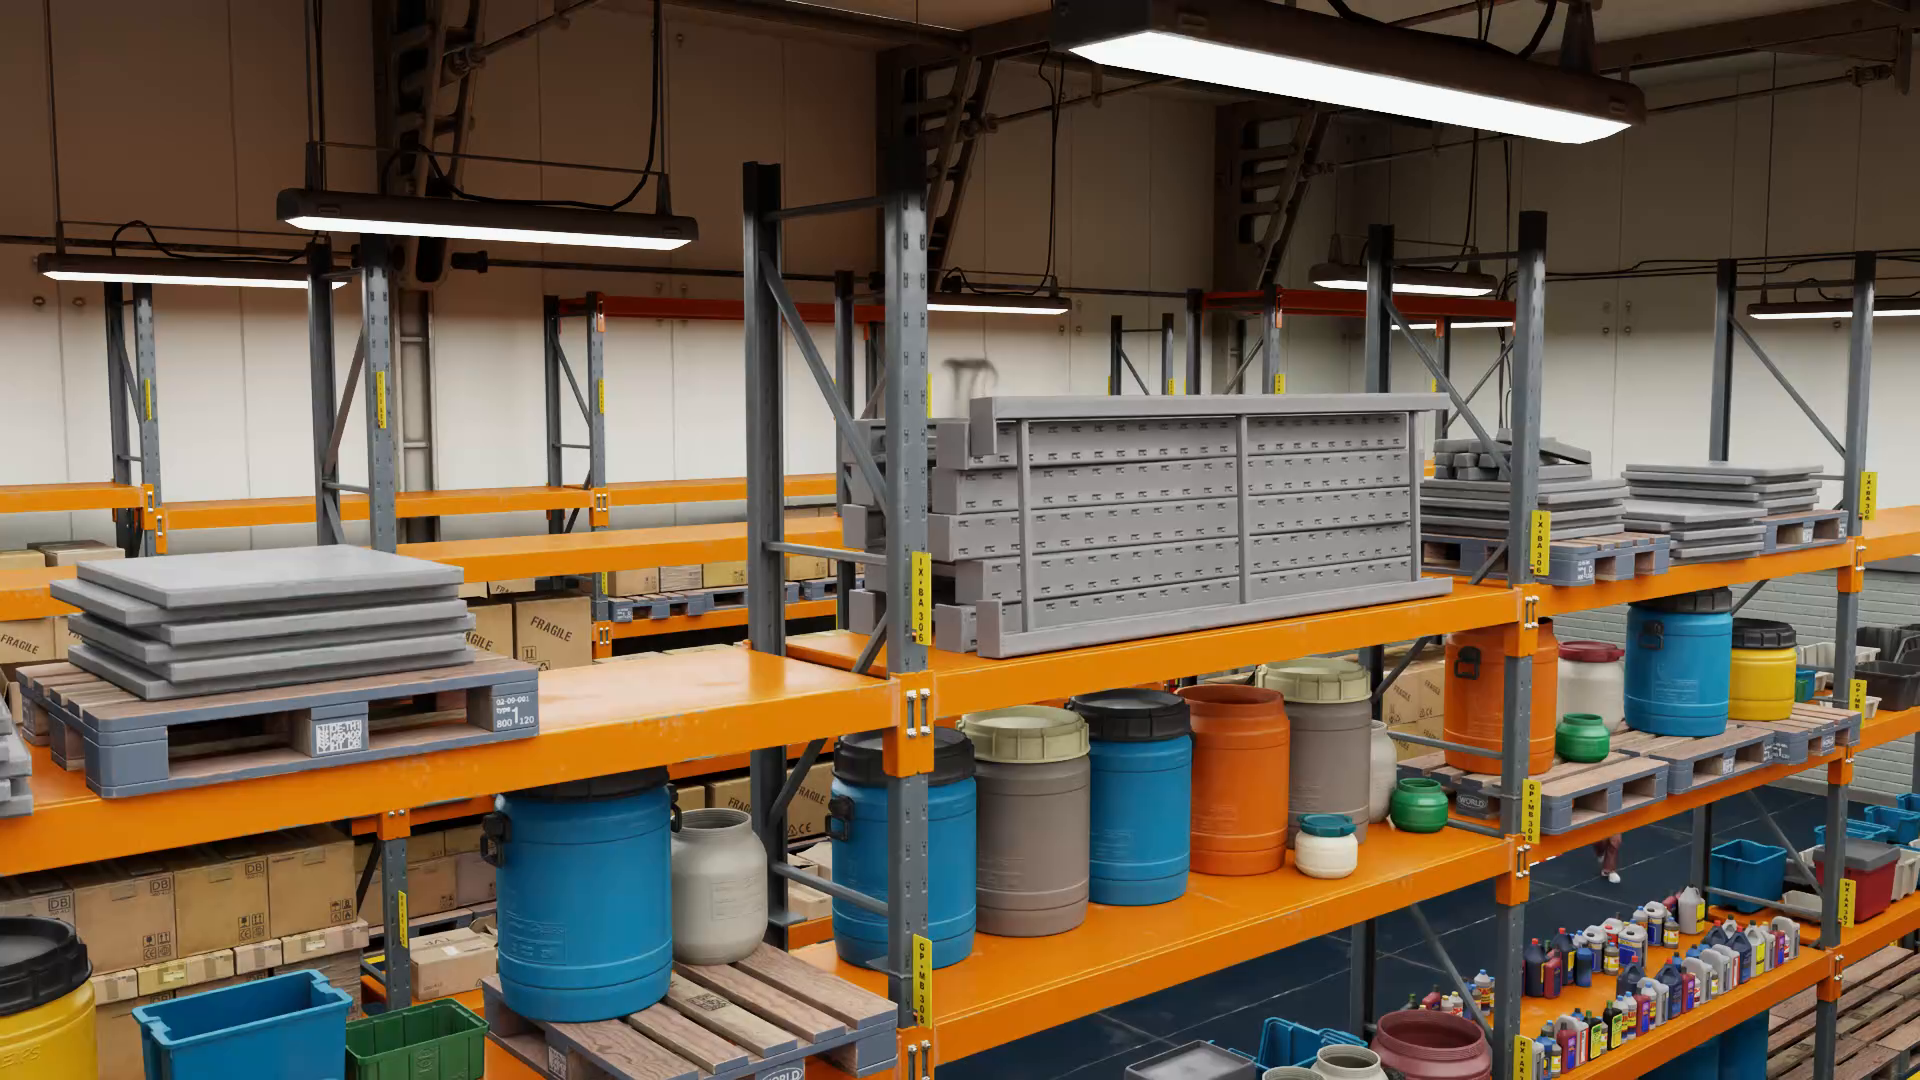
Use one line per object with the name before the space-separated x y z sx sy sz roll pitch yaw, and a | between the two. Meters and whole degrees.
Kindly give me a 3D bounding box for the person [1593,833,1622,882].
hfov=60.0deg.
person | 6.597 2.721 17.189 0.675 1.613 0.529 1 6 13
